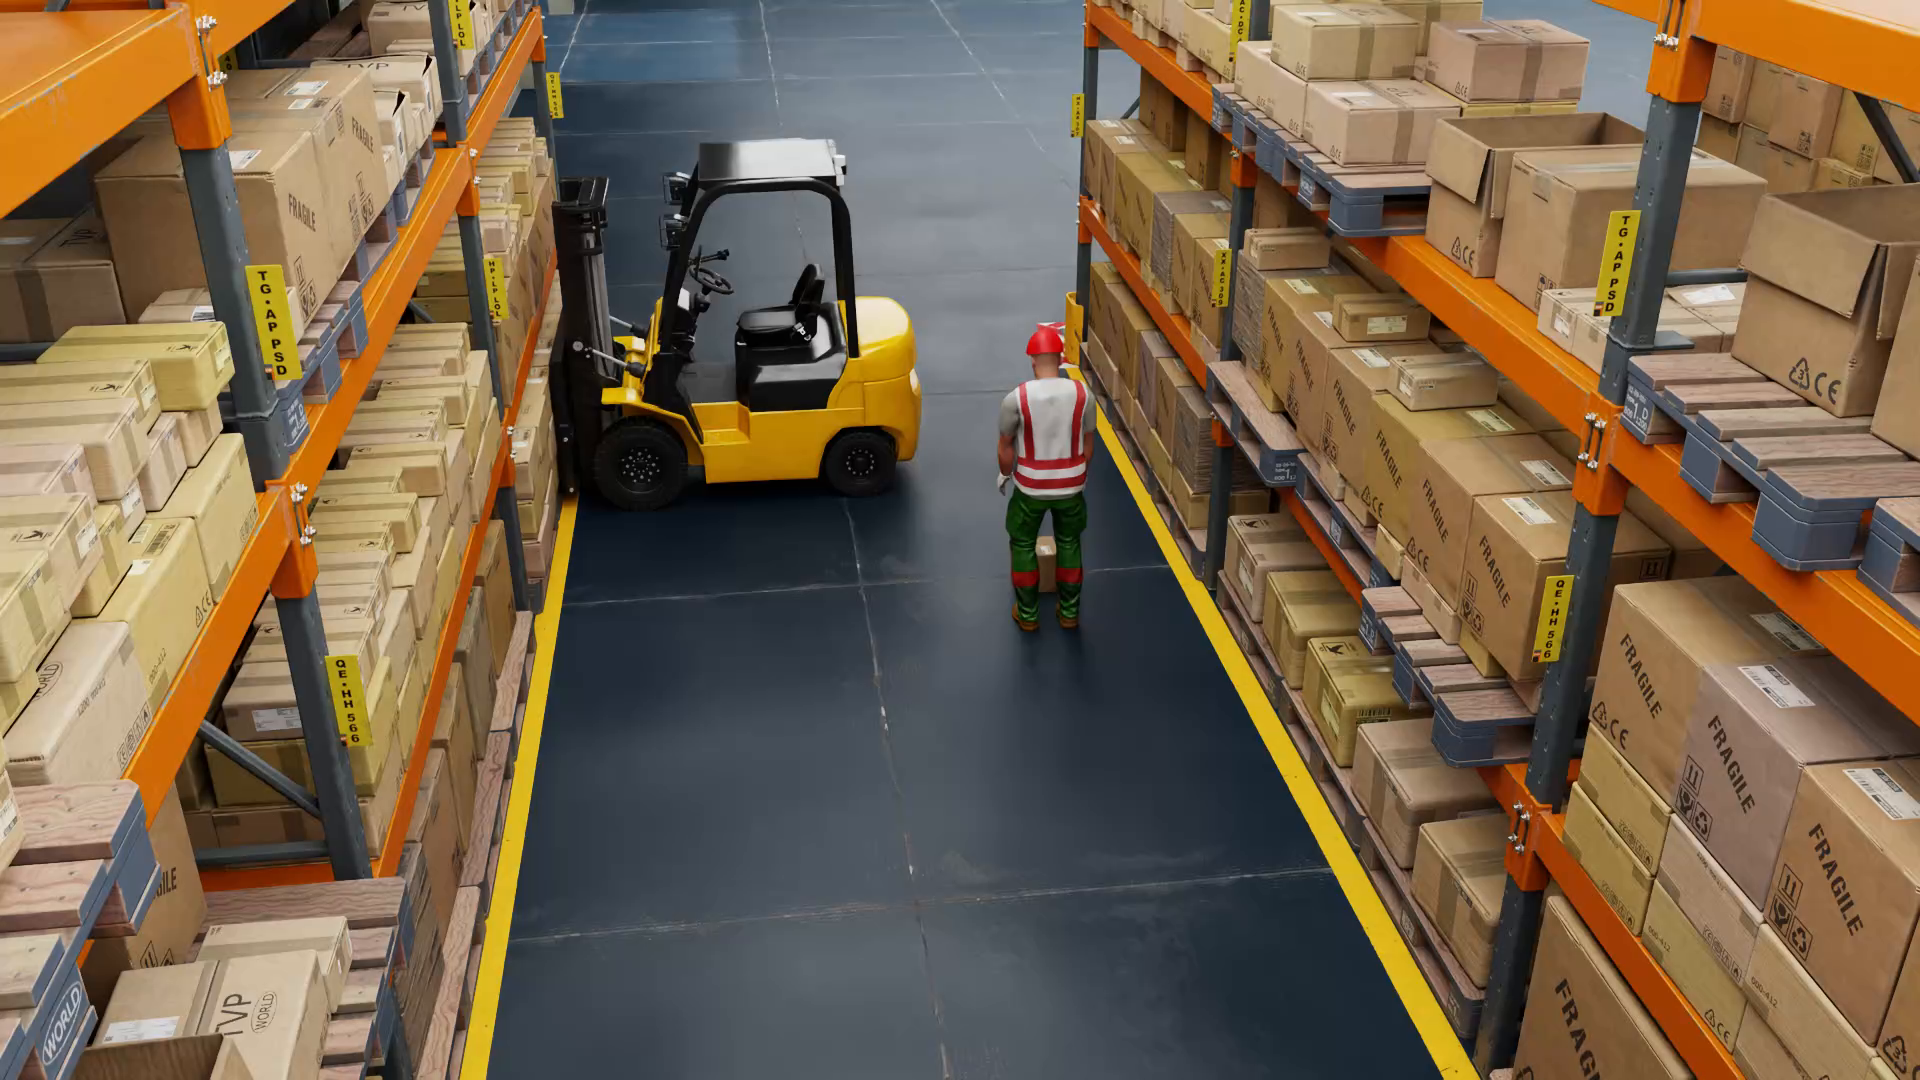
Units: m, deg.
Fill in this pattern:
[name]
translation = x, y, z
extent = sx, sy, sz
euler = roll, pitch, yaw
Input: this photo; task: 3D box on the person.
[person]
translation = 0.470, -0.319, 9.264
extent = 0.538, 1.752, 0.428
euler = -3, 27, -6
